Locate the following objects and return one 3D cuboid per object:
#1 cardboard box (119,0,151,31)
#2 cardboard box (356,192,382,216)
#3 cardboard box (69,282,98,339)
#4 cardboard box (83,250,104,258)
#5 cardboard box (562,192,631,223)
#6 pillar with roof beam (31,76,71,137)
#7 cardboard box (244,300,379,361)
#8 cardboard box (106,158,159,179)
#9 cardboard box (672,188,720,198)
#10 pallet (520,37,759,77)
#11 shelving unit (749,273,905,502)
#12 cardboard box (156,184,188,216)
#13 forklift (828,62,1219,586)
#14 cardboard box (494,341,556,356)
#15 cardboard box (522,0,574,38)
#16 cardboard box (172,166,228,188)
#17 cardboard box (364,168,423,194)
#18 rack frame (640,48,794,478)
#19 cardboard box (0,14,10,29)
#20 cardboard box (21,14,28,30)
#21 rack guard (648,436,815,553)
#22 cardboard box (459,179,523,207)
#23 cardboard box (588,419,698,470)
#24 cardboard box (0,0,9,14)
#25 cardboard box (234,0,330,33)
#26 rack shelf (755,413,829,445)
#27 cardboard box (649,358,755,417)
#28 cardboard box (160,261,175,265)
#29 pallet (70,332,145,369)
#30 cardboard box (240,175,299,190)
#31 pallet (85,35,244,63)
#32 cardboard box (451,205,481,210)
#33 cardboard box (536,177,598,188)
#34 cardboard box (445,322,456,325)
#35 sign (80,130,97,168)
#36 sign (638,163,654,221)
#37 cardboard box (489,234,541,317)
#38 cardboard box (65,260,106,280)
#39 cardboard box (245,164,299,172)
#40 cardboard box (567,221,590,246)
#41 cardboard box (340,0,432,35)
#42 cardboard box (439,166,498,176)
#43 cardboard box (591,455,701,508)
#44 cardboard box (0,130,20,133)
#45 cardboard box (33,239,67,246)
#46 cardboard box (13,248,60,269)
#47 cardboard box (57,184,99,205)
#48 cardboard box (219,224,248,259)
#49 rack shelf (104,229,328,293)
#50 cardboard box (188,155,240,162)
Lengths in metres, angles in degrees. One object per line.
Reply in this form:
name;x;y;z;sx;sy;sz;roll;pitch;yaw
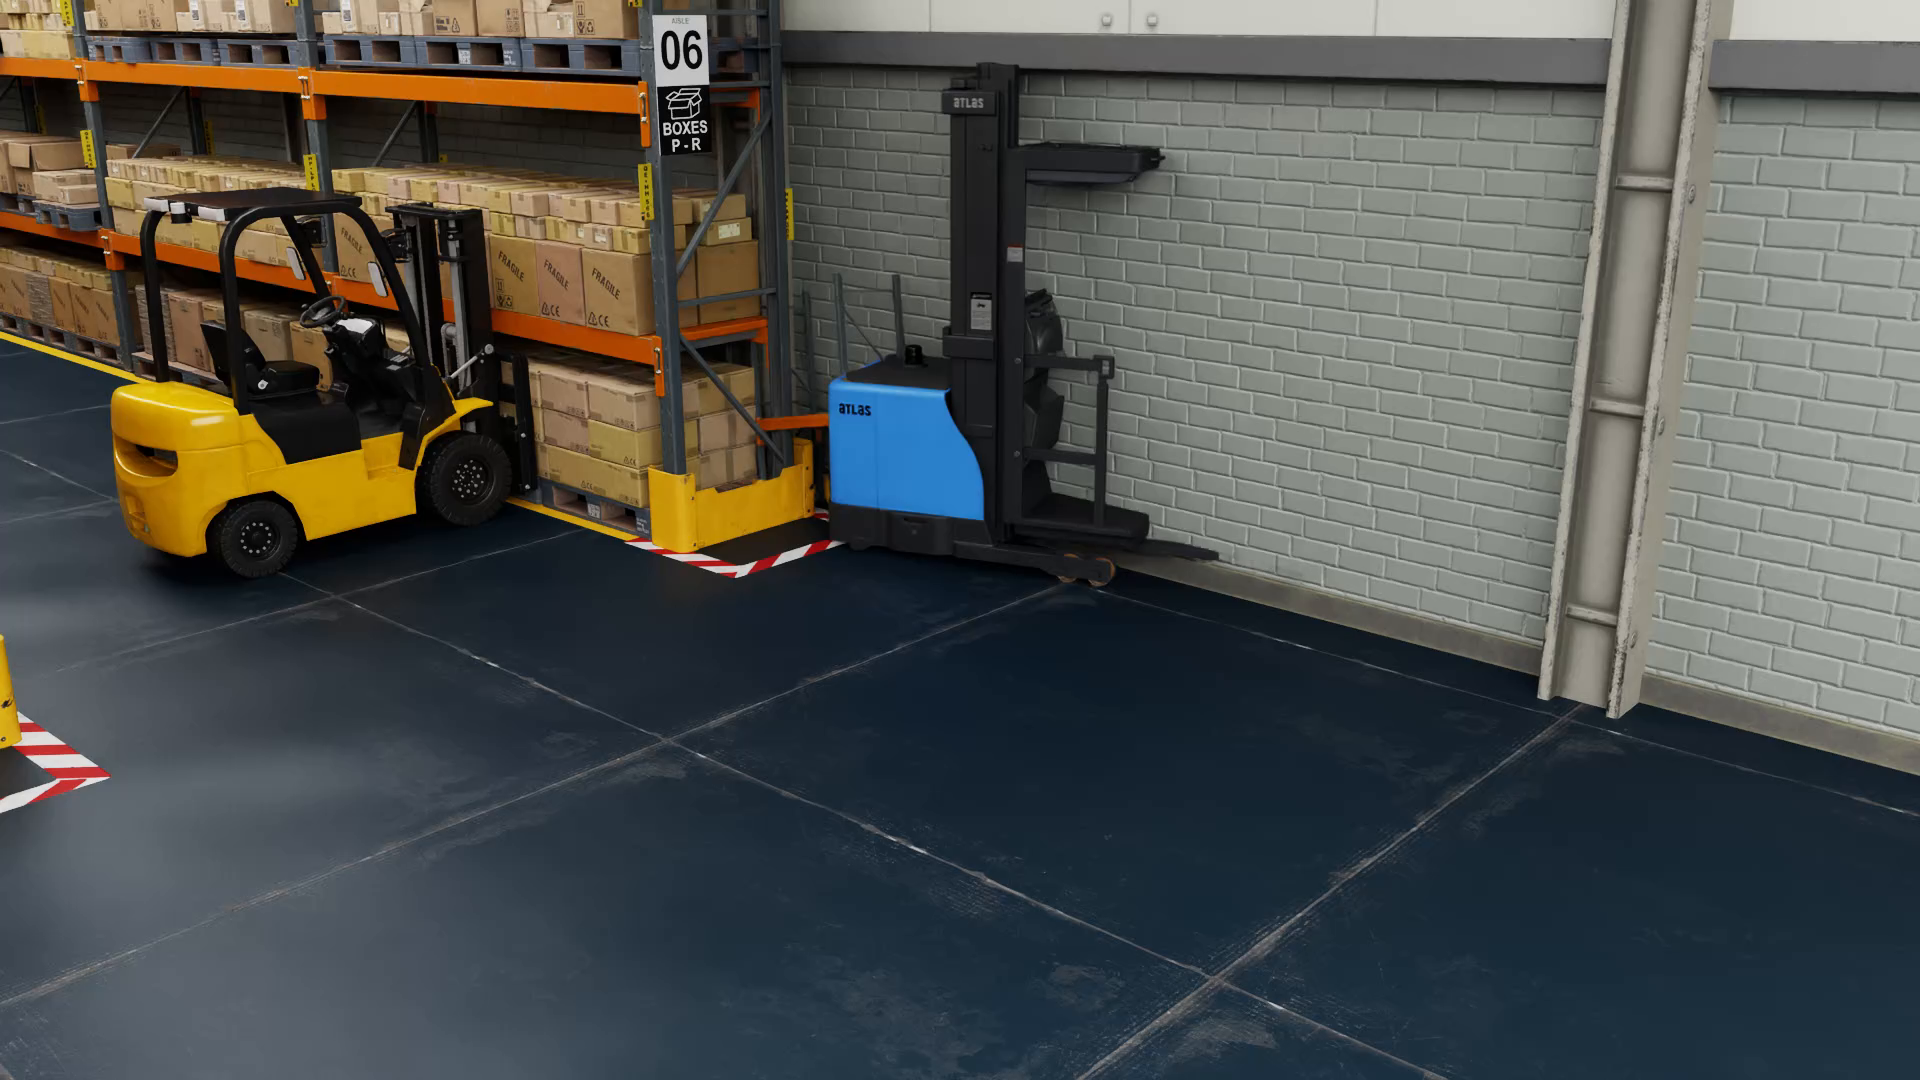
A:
cardboard box;-6.641;-4.564;14.050;0.500;0.500;0.700;14;23;38
cardboard box;-4.214;-2.496;12.282;0.250;0.149;0.380;16;23;41
cardboard box;-8.291;-2.266;16.230;0.500;0.500;0.500;15;23;38
cardboard box;-8.824;-2.922;17.227;0.250;0.149;0.380;14;22;37
cardboard box;-2.308;-2.123;10.614;0.250;0.149;0.380;16;23;40
pillar with roof beam;-13.237;-6.150;15.115;0.400;9.000;9.100;15;23;39
cardboard box;-5.446;-1.643;14.061;0.625;0.625;0.875;15;23;39
cardboard box;-7.422;-3.344;14.953;0.250;0.149;0.380;16;24;41
cardboard box;-1.748;-2.194;10.835;0.250;0.149;0.380;16;24;41
pallet;-1.993;-3.047;10.441;1.213;0.211;1.003;15;23;39
shelving unit;-0.863;-0.925;10.879;0.587;1.500;1.083;-7;5;-39
cardboard box;-6.542;-2.930;14.308;0.500;0.250;0.500;14;23;38
forklift;0.748;-1.309;9.891;3.031;2.935;1.130;7;19;21
cardboard box;-3.176;-1.203;11.643;0.500;0.250;0.500;14;23;38
cardboard box;-2.492;-3.274;10.372;0.258;0.266;0.396;15;23;39
cardboard box;-6.450;-3.087;14.143;0.250;0.149;0.380;16;23;40
cardboard box;-4.164;-2.654;12.287;0.250;0.149;0.380;15;23;40
rack frame;-1.481;-1.512;10.416;0.127;3.000;1.000;15;23;39
cardboard box;-9.330;-5.026;16.087;0.250;0.149;0.380;16;23;40
cardboard box;-8.619;-4.899;15.721;0.250;0.149;0.380;15;23;40
rack guard;-1.463;-0.315;10.779;0.348;0.500;1.175;15;23;39
cardboard box;-3.217;-2.396;11.472;0.250;0.149;0.380;15;23;39
cardboard box;-2.053;-0.667;10.778;0.500;0.250;0.500;15;23;39
cardboard box;-8.889;-5.071;15.768;0.250;0.149;0.380;15;23;39
cardboard box;-5.176;-4.040;12.712;0.500;0.311;0.500;14;22;38
rack shelf;-0.845;-0.746;10.883;0.538;0.185;1.000;-7;5;-39
cardboard box;-1.715;-1.017;11.056;0.500;0.250;0.500;15;23;38
cardboard box;-7.829;-2.670;16.433;0.250;0.149;0.380;16;24;41
pallet;-7.998;-1.947;16.399;1.213;0.211;1.003;15;23;39
cardboard box;-5.514;-2.822;13.306;0.250;0.149;0.380;14;22;38
pallet;-6.898;-4.342;14.687;1.003;0.211;1.213;16;24;42
cardboard box;-3.266;-2.233;11.452;0.250;0.149;0.380;14;23;38
cardboard box;-2.729;-2.443;11.622;0.250;0.149;0.380;15;23;40
cardboard box;-3.588;-1.528;12.665;0.500;0.250;0.500;15;23;38
sign;-7.818;-3.507;14.921;0.005;0.325;0.100;15;23;39
sign;-1.852;-2.056;9.827;0.005;0.325;0.100;15;23;39
cardboard box;-2.789;-1.808;11.184;0.500;0.500;0.500;14;23;38
cardboard box;-8.562;-2.652;16.374;0.250;0.149;0.380;16;24;41
cardboard box;-5.926;-3.151;14.345;0.250;0.149;0.380;16;24;41
cardboard box;-2.291;-1.985;10.671;0.250;0.149;0.380;16;23;40
cardboard box;-4.013;-3.728;11.728;0.500;0.311;0.500;16;23;40
cardboard box;-3.667;-2.708;12.456;0.250;0.149;0.380;15;23;39
cardboard box;-2.042;-0.424;10.841;0.500;0.250;0.500;15;23;40
cardboard box;-10.243;-4.021;17.464;0.500;0.500;0.700;16;23;41
cardboard box;-9.789;-3.179;18.035;0.250;0.149;0.380;15;23;39
cardboard box;-9.531;-2.909;17.185;0.250;0.149;0.380;15;23;39
cardboard box;-8.211;-3.243;15.594;0.250;0.149;0.380;16;23;40
cardboard box;-5.754;-2.492;13.752;0.500;0.250;0.500;15;23;40
rack shelf;-5.969;-2.373;14.321;4.000;0.370;1.077;15;23;39
cardboard box;-6.817;-3.428;15.217;0.250;0.149;0.380;16;23;41
